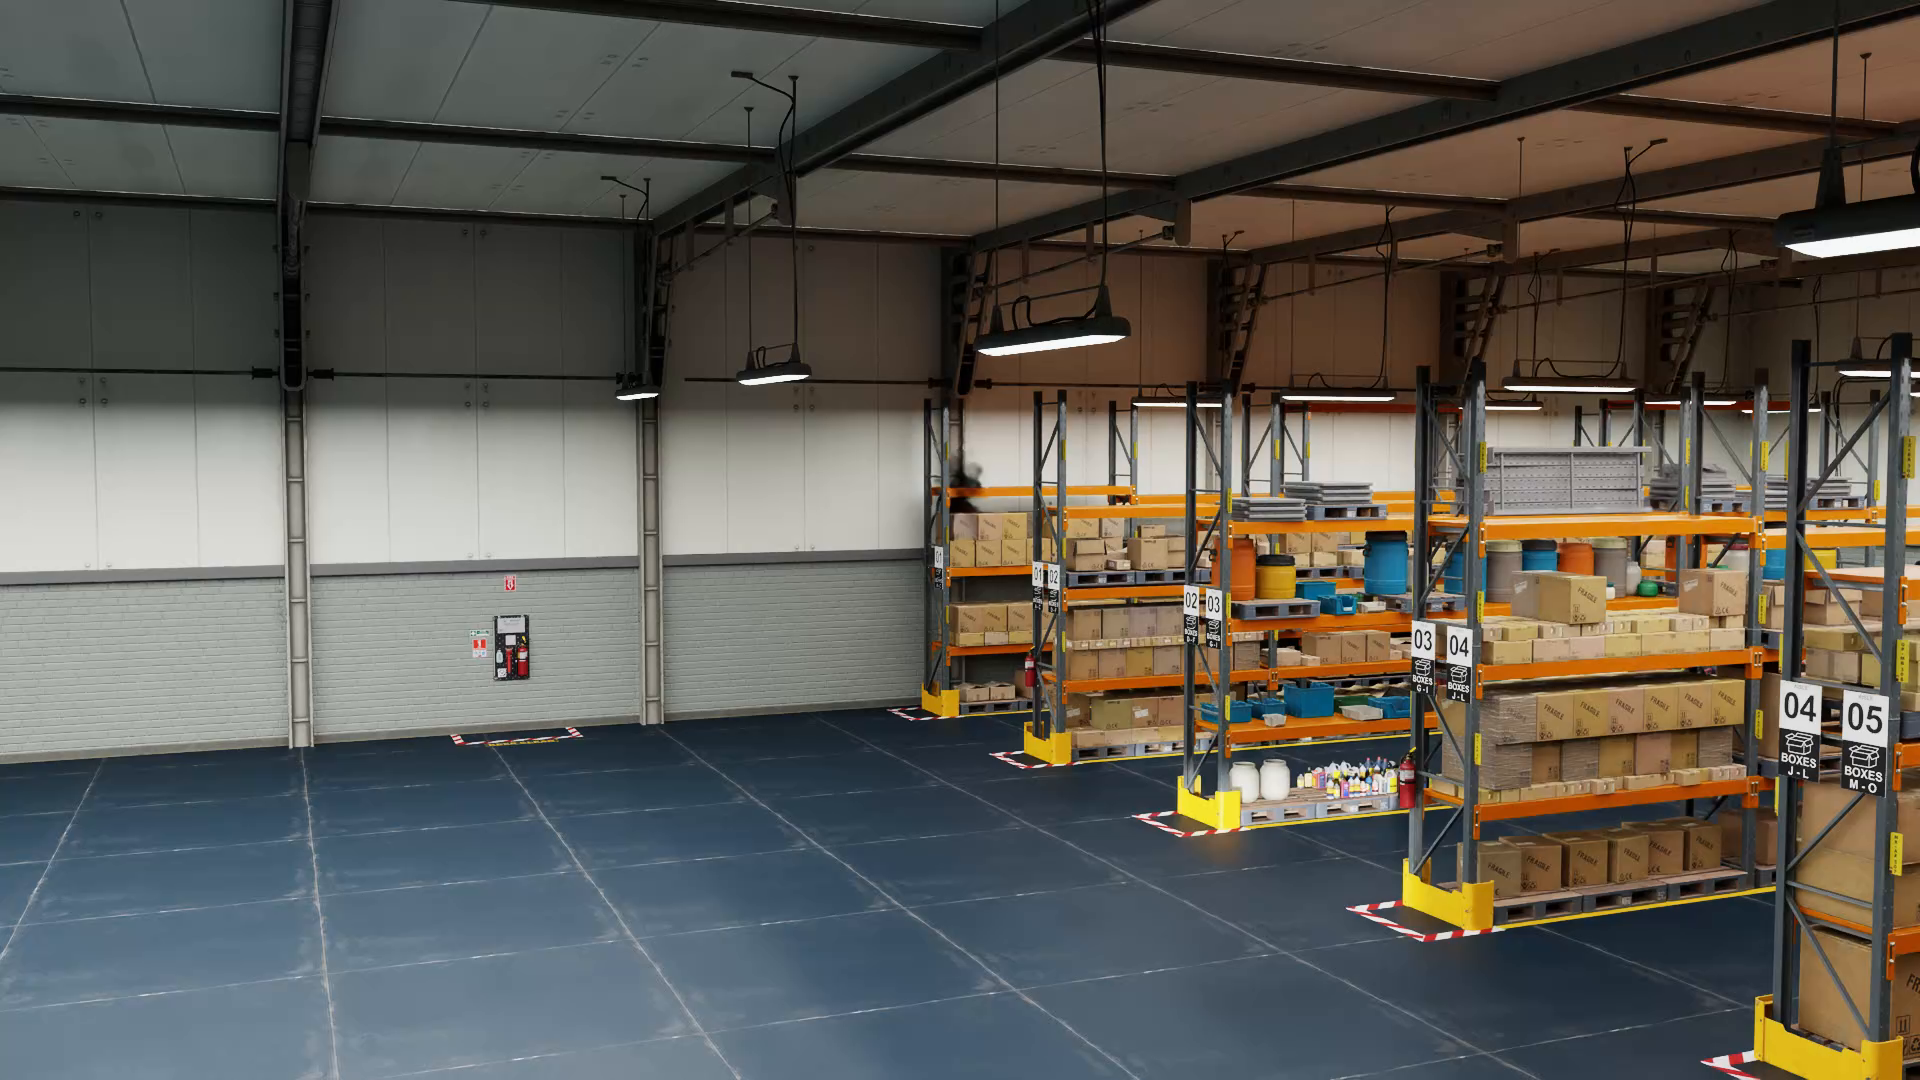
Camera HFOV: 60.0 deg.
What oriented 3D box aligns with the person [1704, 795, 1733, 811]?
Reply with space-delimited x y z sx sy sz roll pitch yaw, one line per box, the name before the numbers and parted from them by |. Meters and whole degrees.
person | 10.063 3.095 21.935 0.552 1.554 0.534 -2 4 -27
